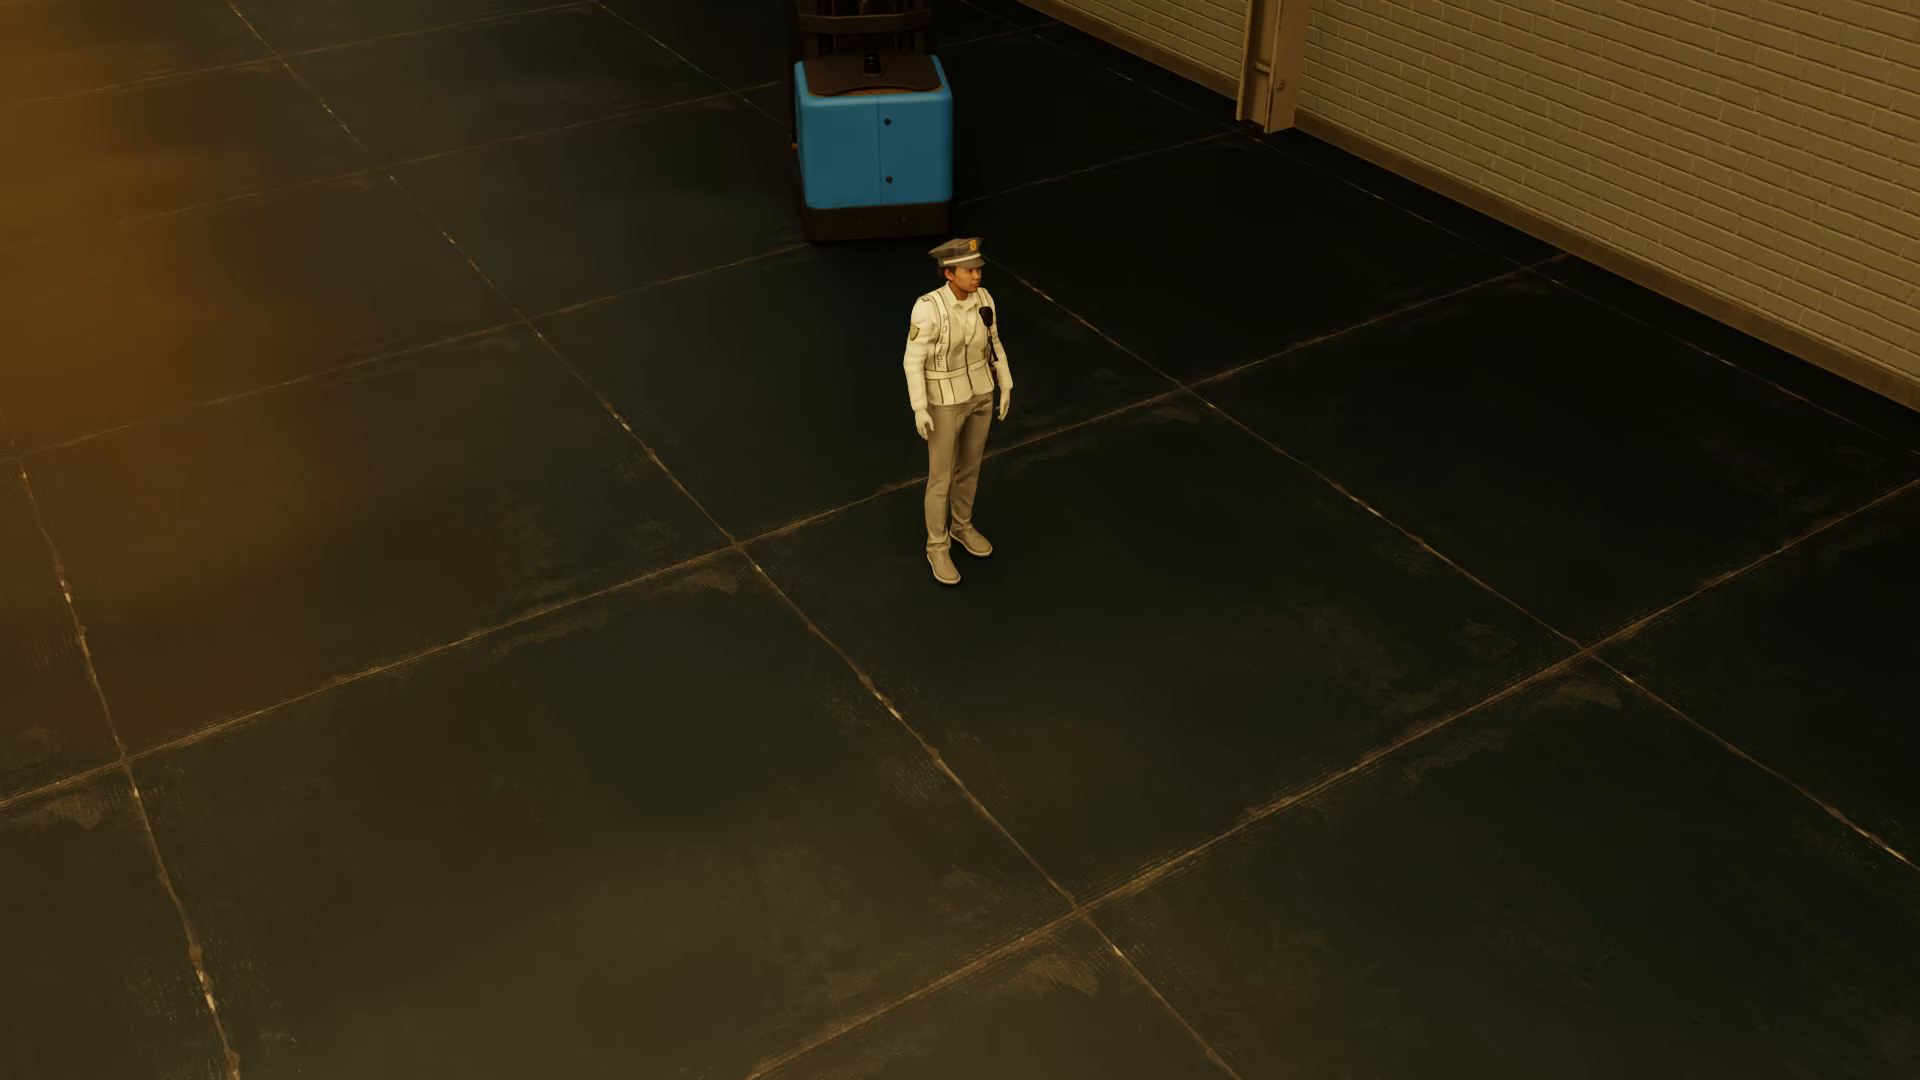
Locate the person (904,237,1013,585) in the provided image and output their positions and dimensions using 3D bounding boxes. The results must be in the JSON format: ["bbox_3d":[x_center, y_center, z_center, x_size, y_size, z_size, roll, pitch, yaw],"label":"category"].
[{"bbox_3d":[0.032,-0.664,8.155,0.586,1.694,0.530,-21,40,-27],"label":"person"}]

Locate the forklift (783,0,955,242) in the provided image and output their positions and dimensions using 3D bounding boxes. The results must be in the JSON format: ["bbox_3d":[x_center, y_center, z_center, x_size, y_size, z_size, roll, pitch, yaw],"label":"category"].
[{"bbox_3d":[-0.750,-4.102,11.985,1.130,2.935,3.031,-5,35,-7],"label":"forklift"}]
